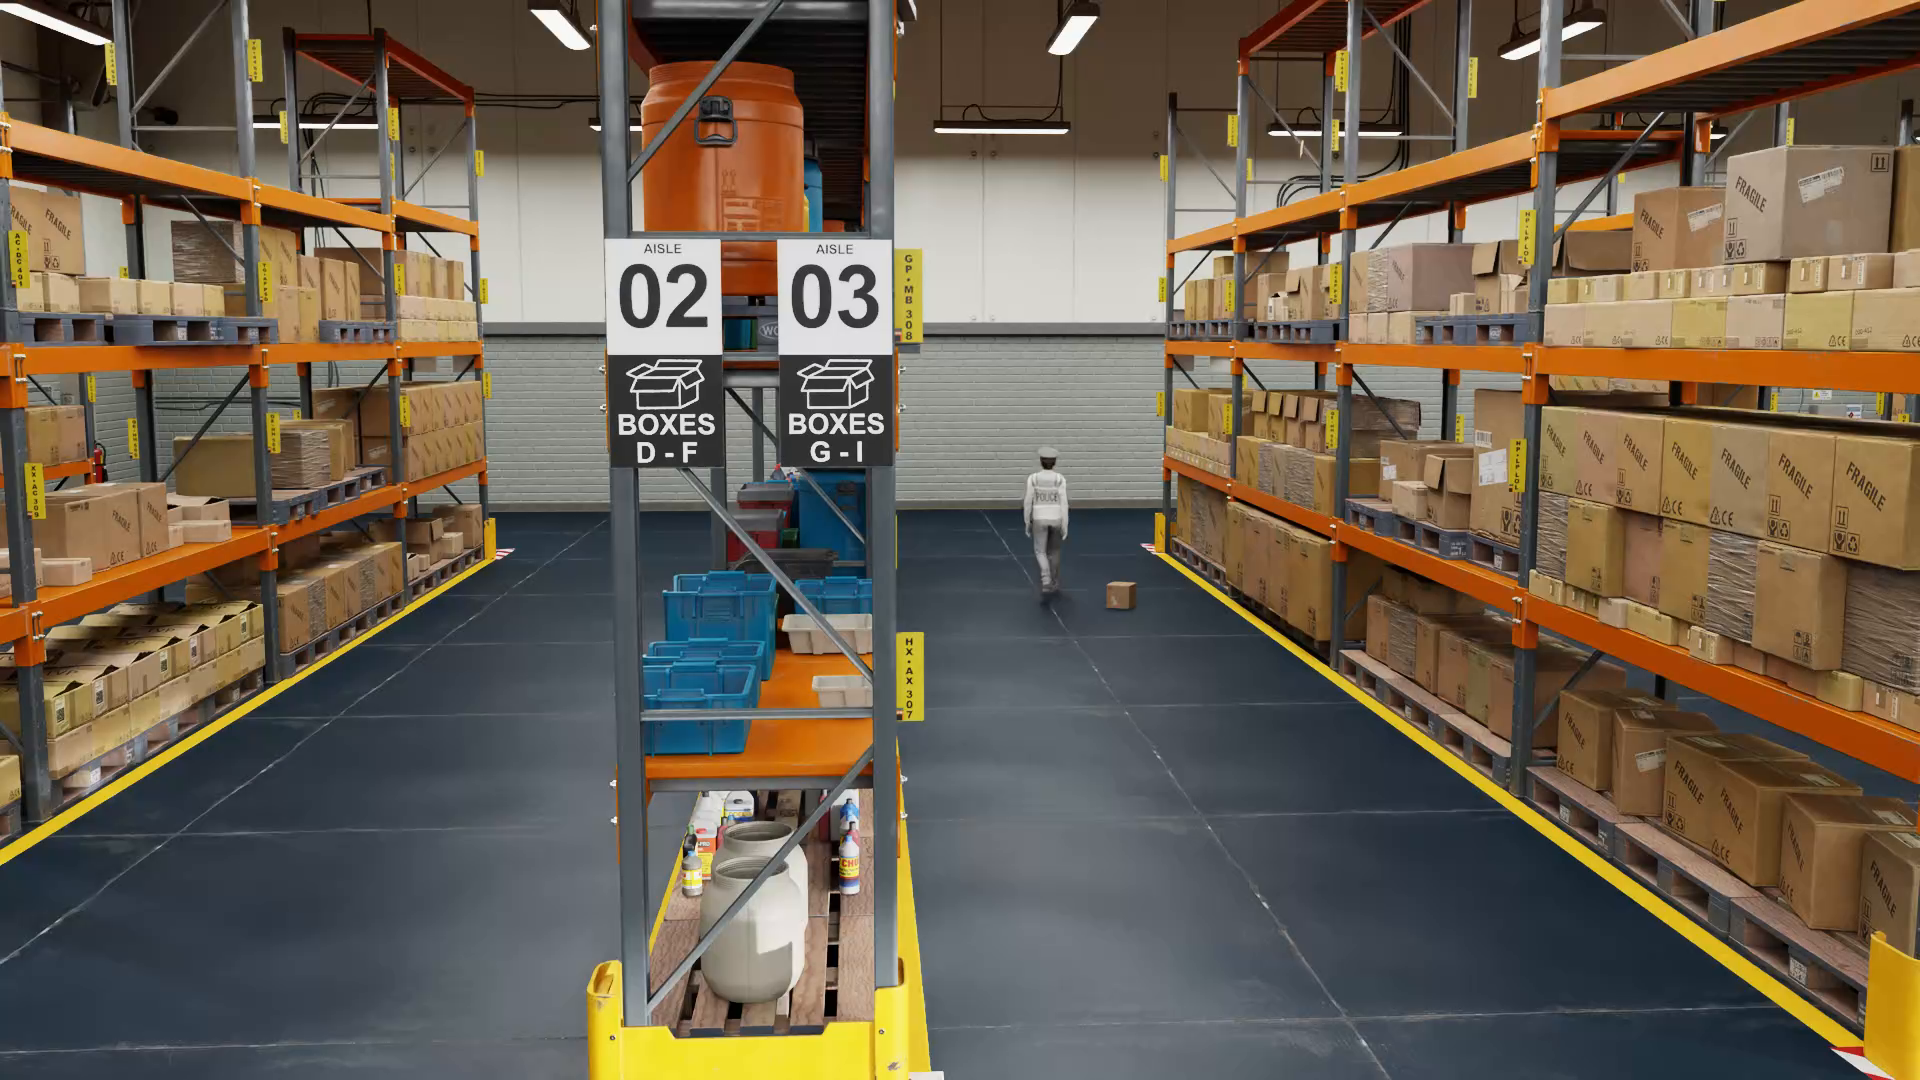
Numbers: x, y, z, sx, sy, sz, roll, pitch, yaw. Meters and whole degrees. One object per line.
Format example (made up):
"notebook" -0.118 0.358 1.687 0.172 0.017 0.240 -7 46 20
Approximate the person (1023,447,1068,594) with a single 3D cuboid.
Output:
"person" 0.948 -0.204 18.339 0.488 1.631 0.969 0 7 -3
